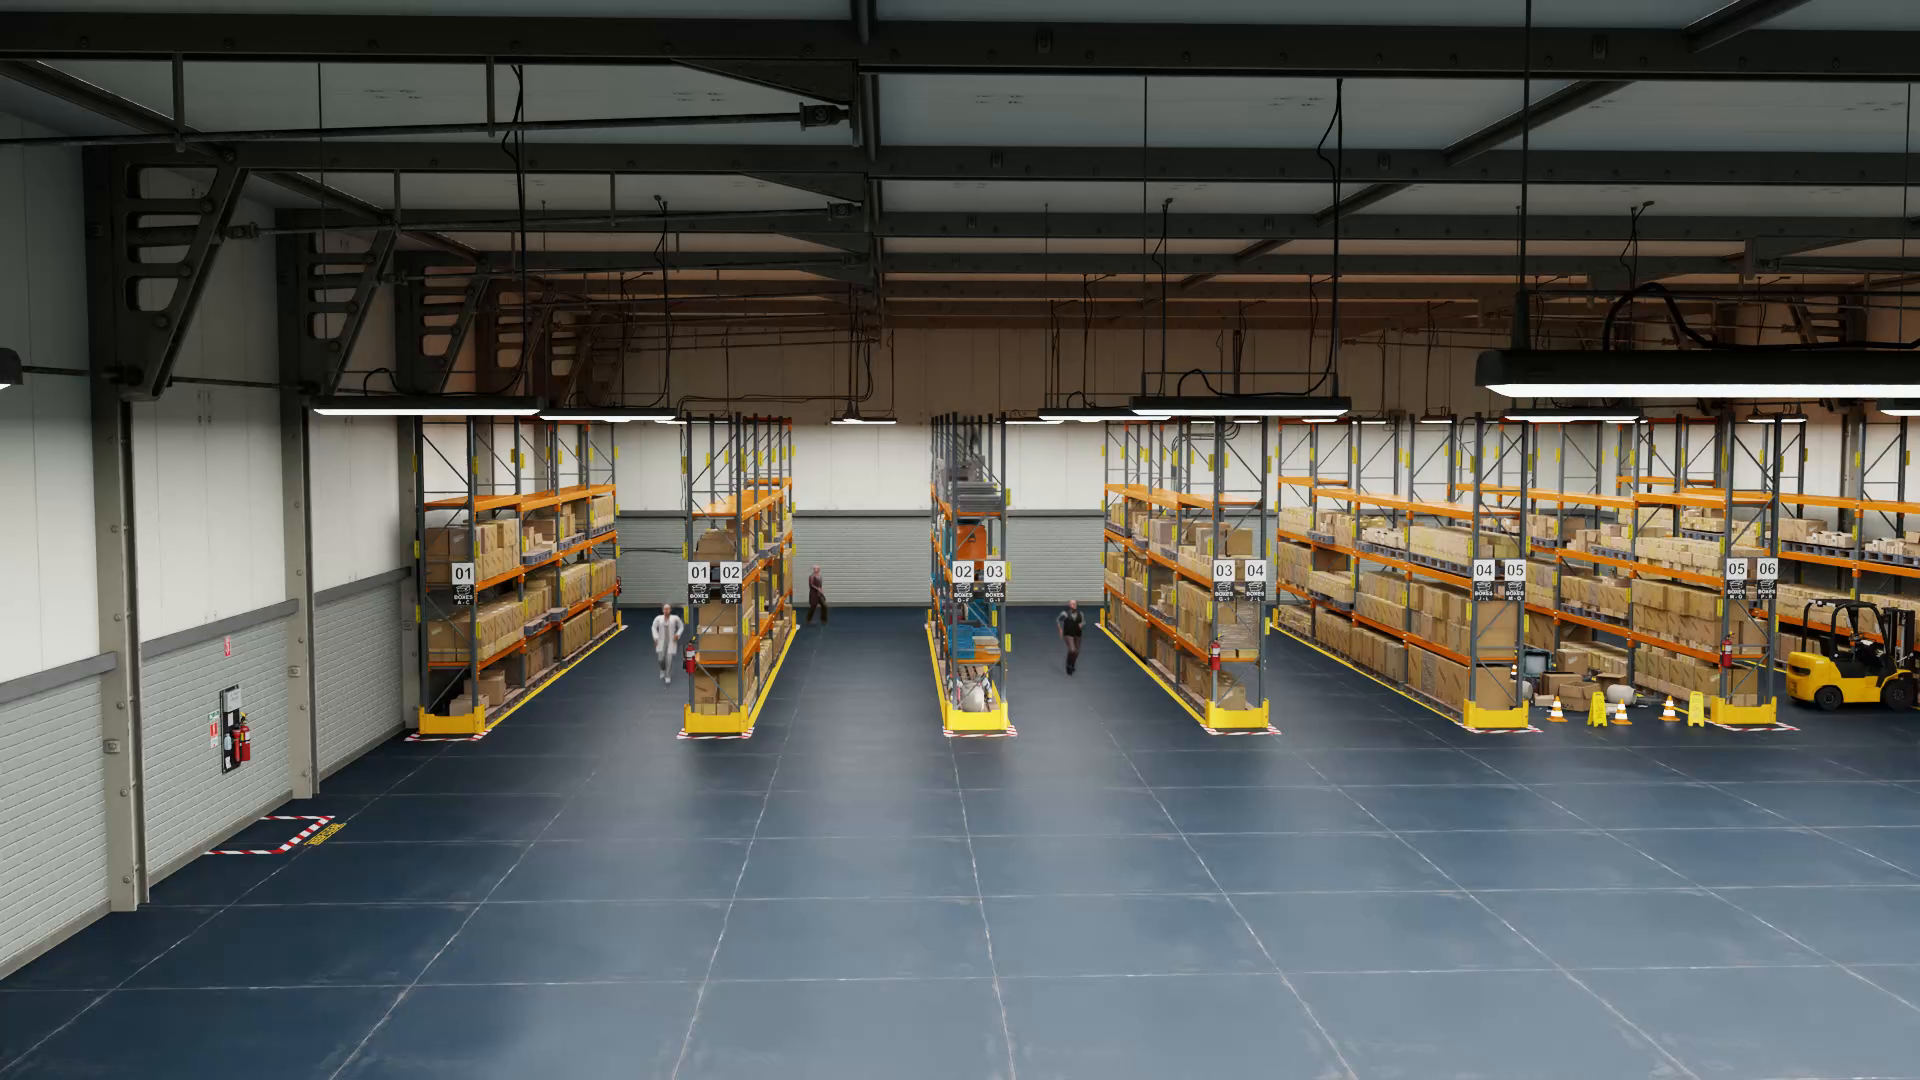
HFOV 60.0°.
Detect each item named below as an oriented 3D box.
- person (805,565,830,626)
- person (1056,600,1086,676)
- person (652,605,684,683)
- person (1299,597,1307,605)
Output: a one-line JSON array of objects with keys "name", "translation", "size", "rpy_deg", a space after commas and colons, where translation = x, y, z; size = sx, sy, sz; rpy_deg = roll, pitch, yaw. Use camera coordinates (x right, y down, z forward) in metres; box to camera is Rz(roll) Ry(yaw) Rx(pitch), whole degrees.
[{"name": "person", "translation": [-4.194, 1.617, 47.885], "size": [0.884, 1.802, 0.756], "rpy_deg": [3, 5, 33]}, {"name": "person", "translation": [2.603, 2.257, 38.408], "size": [0.627, 1.742, 0.721], "rpy_deg": [-1, 4, -19]}, {"name": "person", "translation": [-6.557, 2.301, 37.317], "size": [0.726, 1.717, 0.633], "rpy_deg": [0, 4, -5]}, {"name": "person", "translation": [10.179, 1.521, 48.853], "size": [0.755, 1.781, 0.661], "rpy_deg": [3, 5, 36]}]
